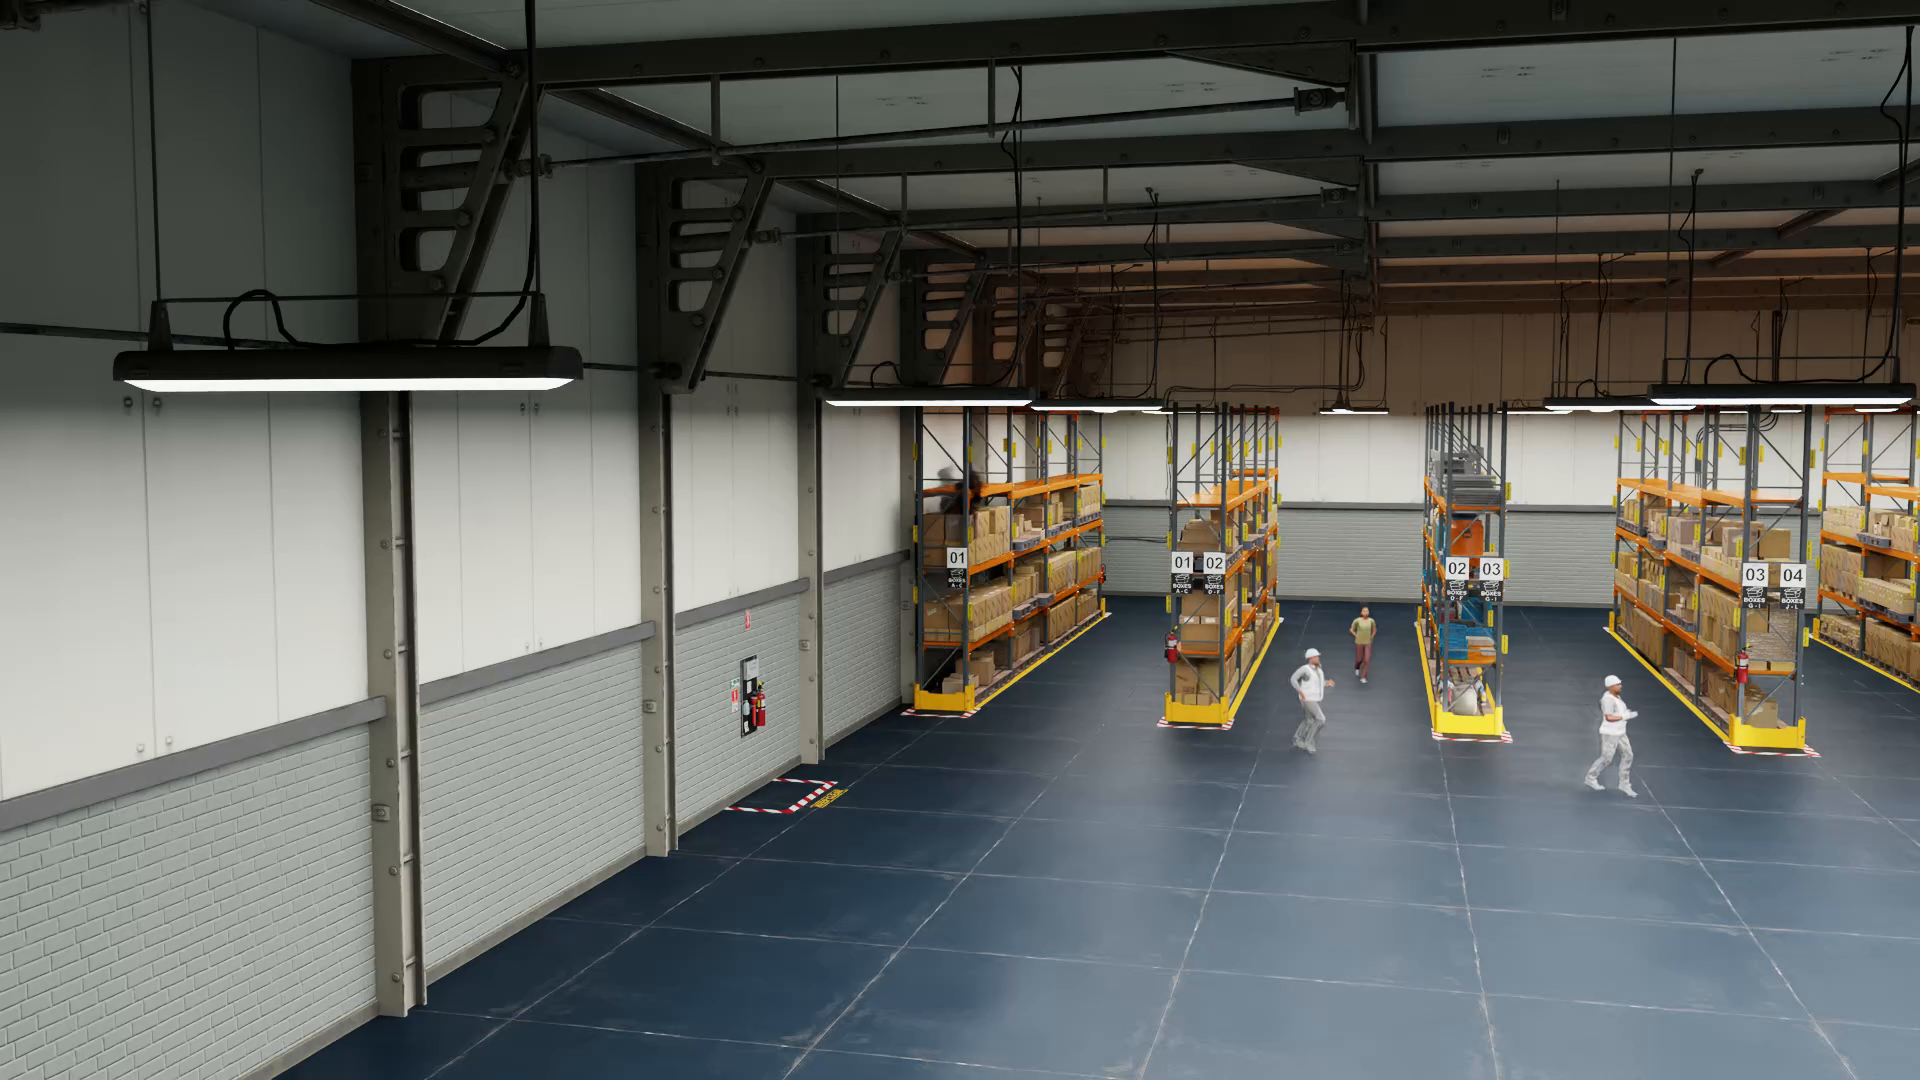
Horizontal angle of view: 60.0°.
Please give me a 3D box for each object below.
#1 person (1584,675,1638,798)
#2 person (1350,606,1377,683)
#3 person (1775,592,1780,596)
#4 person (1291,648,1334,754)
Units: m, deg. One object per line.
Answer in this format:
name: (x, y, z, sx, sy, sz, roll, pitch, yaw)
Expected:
person: (9.873, 2.961, 25.167, 0.763, 1.835, 0.657, 3, 5, 39)
person: (8.740, 2.239, 36.000, 0.577, 1.643, 0.752, 0, 4, 2)
person: (20.565, 1.813, 41.346, 0.661, 1.758, 0.673, 1, 4, 18)
person: (6.037, 2.755, 28.449, 0.739, 1.816, 0.627, 3, 5, 39)
